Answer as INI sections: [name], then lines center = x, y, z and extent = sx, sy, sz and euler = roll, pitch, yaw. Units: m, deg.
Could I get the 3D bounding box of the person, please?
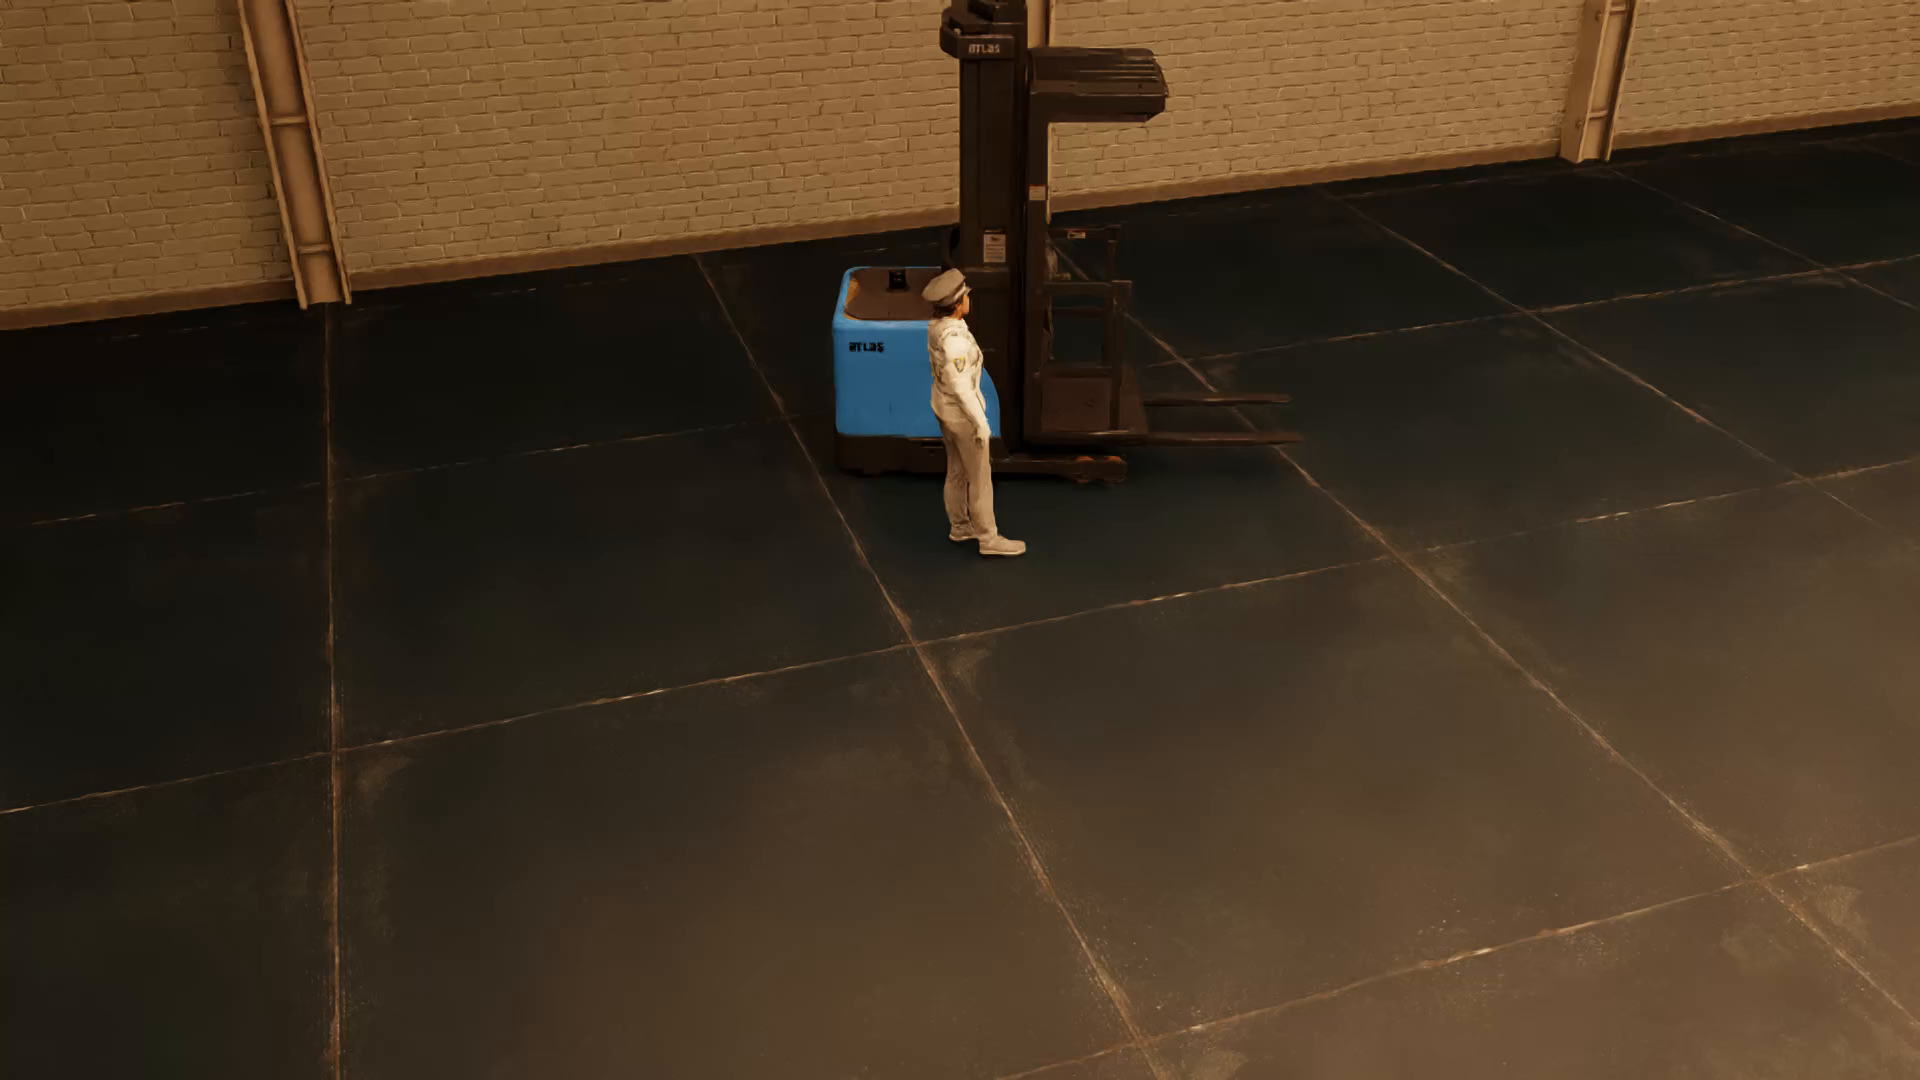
[person]
center = 0.066, -0.748, 9.612
extent = 0.532, 1.695, 0.586
euler = -10, 31, -16

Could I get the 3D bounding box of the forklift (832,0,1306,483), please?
[forklift]
center = 0.720, -1.906, 10.399
extent = 3.031, 2.935, 1.130
euler = 1, 30, 1
